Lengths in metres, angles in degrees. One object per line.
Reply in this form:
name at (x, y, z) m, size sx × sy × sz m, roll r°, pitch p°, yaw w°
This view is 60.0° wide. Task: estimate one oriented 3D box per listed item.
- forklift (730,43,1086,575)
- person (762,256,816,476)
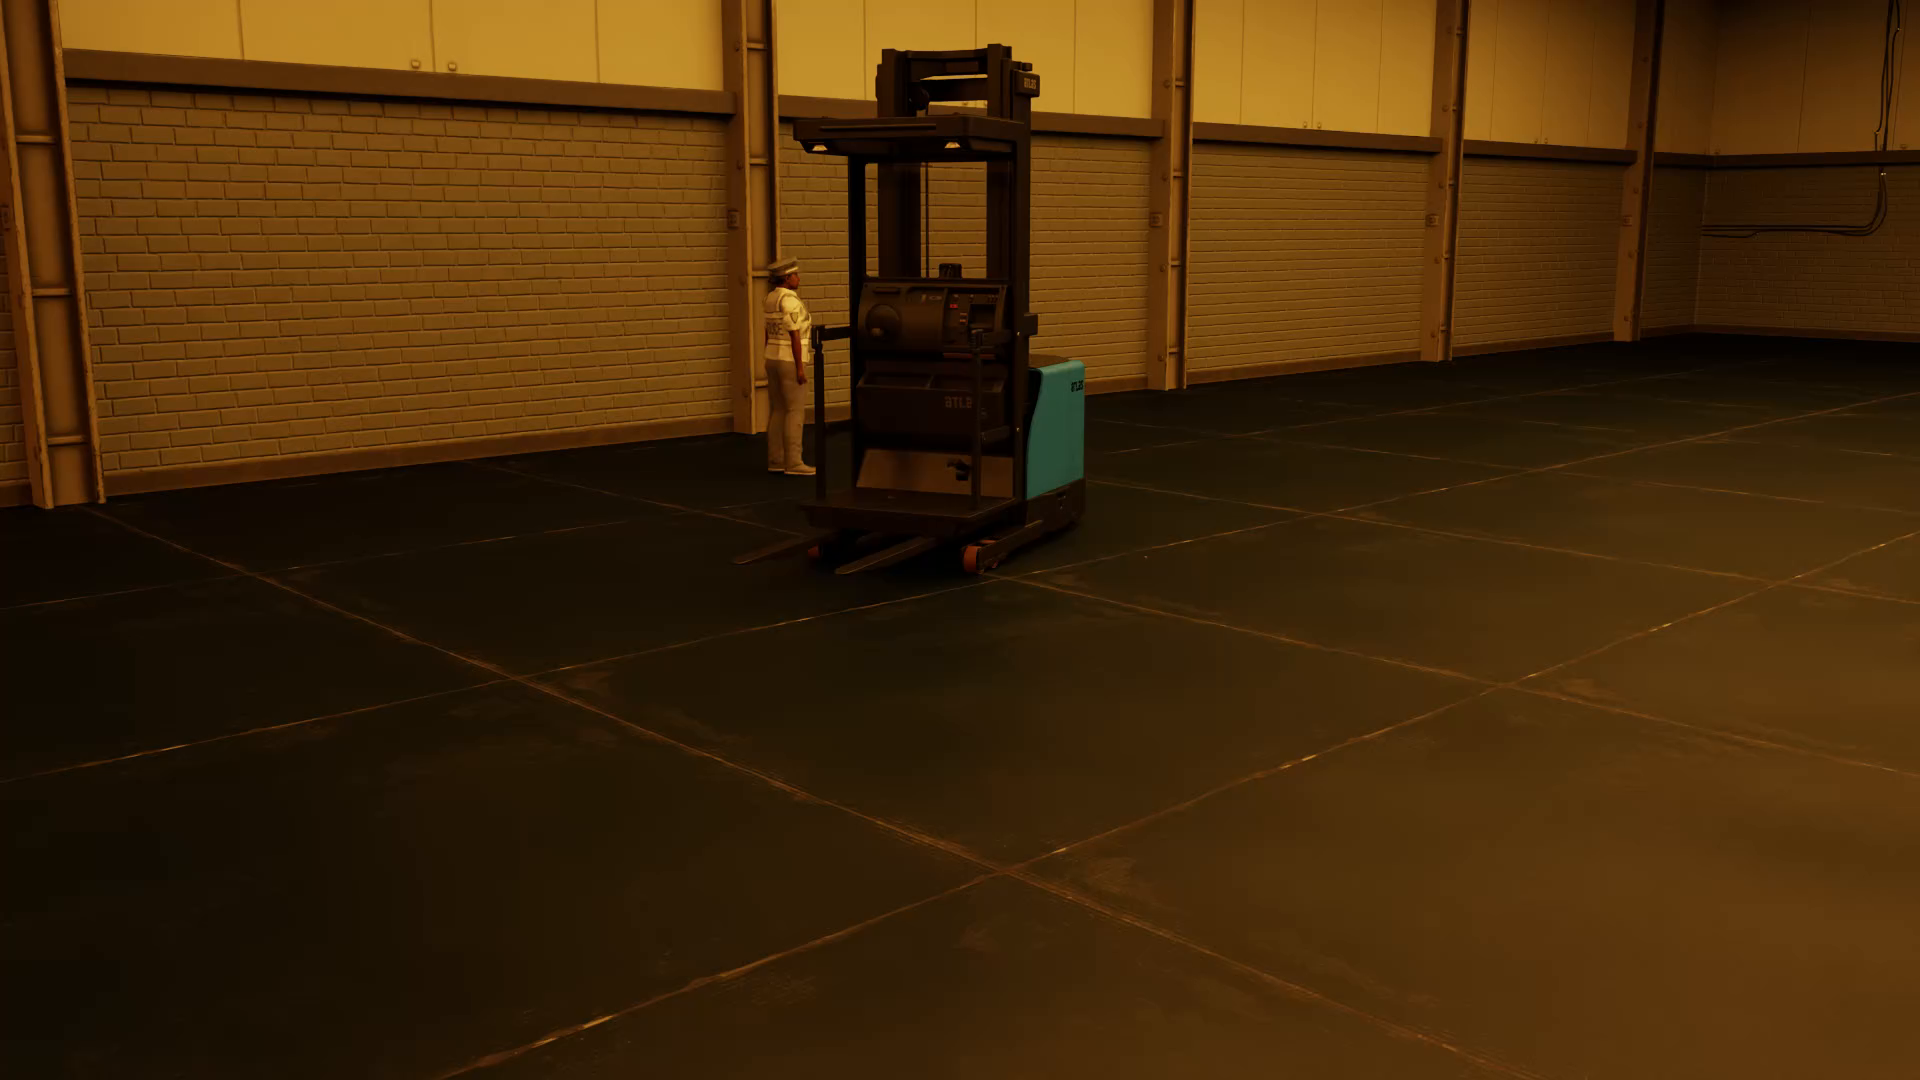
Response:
forklift at (-0.252, -1.336, 9.520) m, size 1.130 × 2.935 × 3.031 m, roll 5°, pitch 12°, yaw 24°
person at (-1.336, -1.356, 12.953) m, size 0.337 × 1.691 × 0.447 m, roll -8°, pitch 13°, yaw -35°
